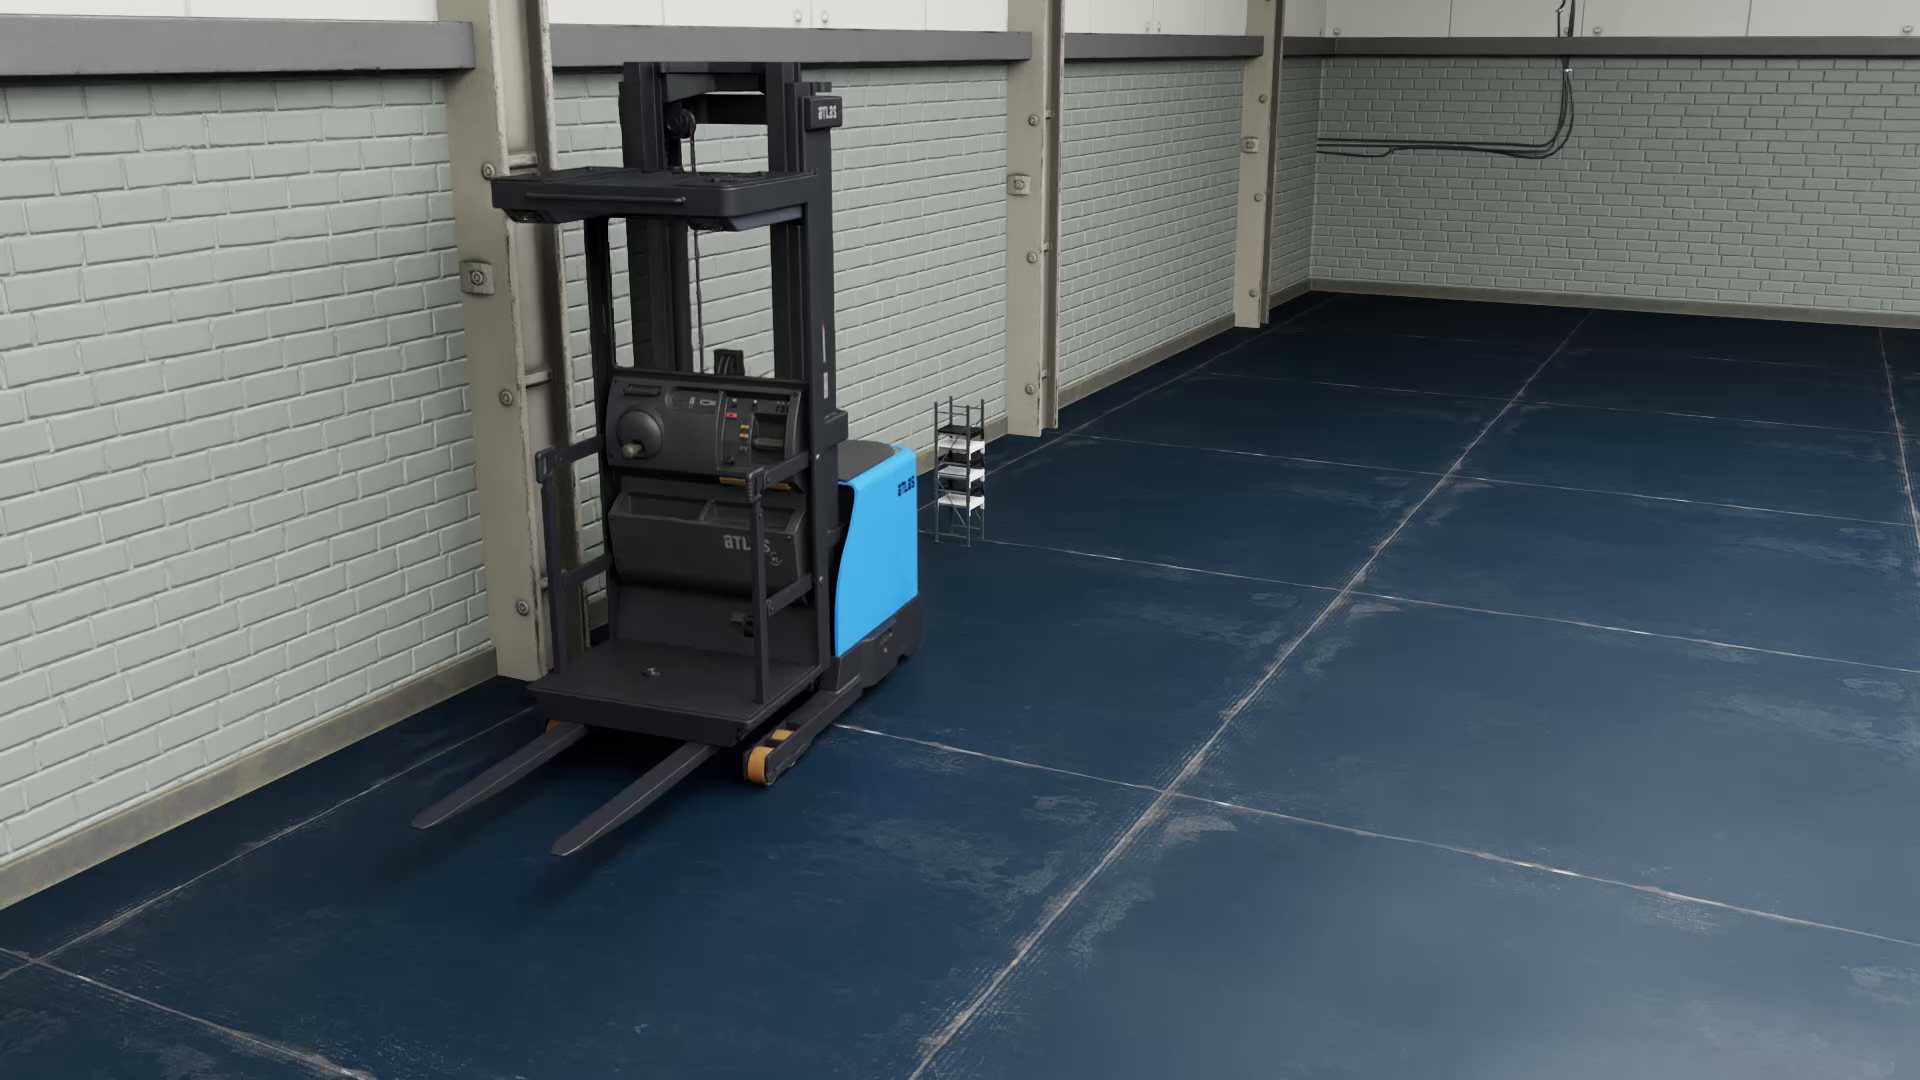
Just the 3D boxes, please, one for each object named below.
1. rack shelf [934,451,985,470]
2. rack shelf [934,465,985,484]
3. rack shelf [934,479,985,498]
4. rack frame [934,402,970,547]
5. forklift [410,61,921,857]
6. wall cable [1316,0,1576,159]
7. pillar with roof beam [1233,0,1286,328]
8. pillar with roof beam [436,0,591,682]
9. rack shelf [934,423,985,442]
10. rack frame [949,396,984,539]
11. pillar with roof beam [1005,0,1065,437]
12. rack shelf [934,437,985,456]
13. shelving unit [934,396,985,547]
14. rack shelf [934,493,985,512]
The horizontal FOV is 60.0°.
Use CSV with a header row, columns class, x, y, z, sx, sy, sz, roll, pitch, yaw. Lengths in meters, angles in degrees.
class,x,y,z,sx,sy,sz,roll,pitch,yaw
rack shelf,-0.004,-0.484,10.373,0.258,0.077,0.200,8,18,25
rack shelf,-0.004,-0.397,10.399,0.258,0.077,0.200,8,18,25
rack shelf,-0.004,-0.311,10.424,0.258,0.077,0.200,8,18,25
rack frame,-0.049,-0.403,10.302,0.240,0.900,0.006,8,18,25
forklift,-1.196,-0.500,7.059,1.130,2.935,3.031,6,18,20
wall cable,5.759,-5.830,19.801,3.097,2.526,0.112,8,18,25
pillar with roof beam,7.111,-6.189,15.555,9.100,9.000,0.400,8,18,25
pillar with roof beam,1.748,-3.132,5.264,9.100,9.000,0.400,8,18,25
rack shelf,-0.004,-0.656,10.322,0.258,0.077,0.200,8,18,25
rack frame,0.042,-0.455,10.476,0.240,0.900,0.006,8,18,25
pillar with roof beam,4.429,-4.660,10.410,9.100,9.000,0.400,8,18,25
rack shelf,-0.004,-0.570,10.348,0.258,0.077,0.200,8,18,25
shelving unit,-0.004,-0.429,10.389,0.258,0.900,0.210,8,18,25
rack shelf,-0.004,-0.225,10.450,0.258,0.077,0.200,8,18,25
